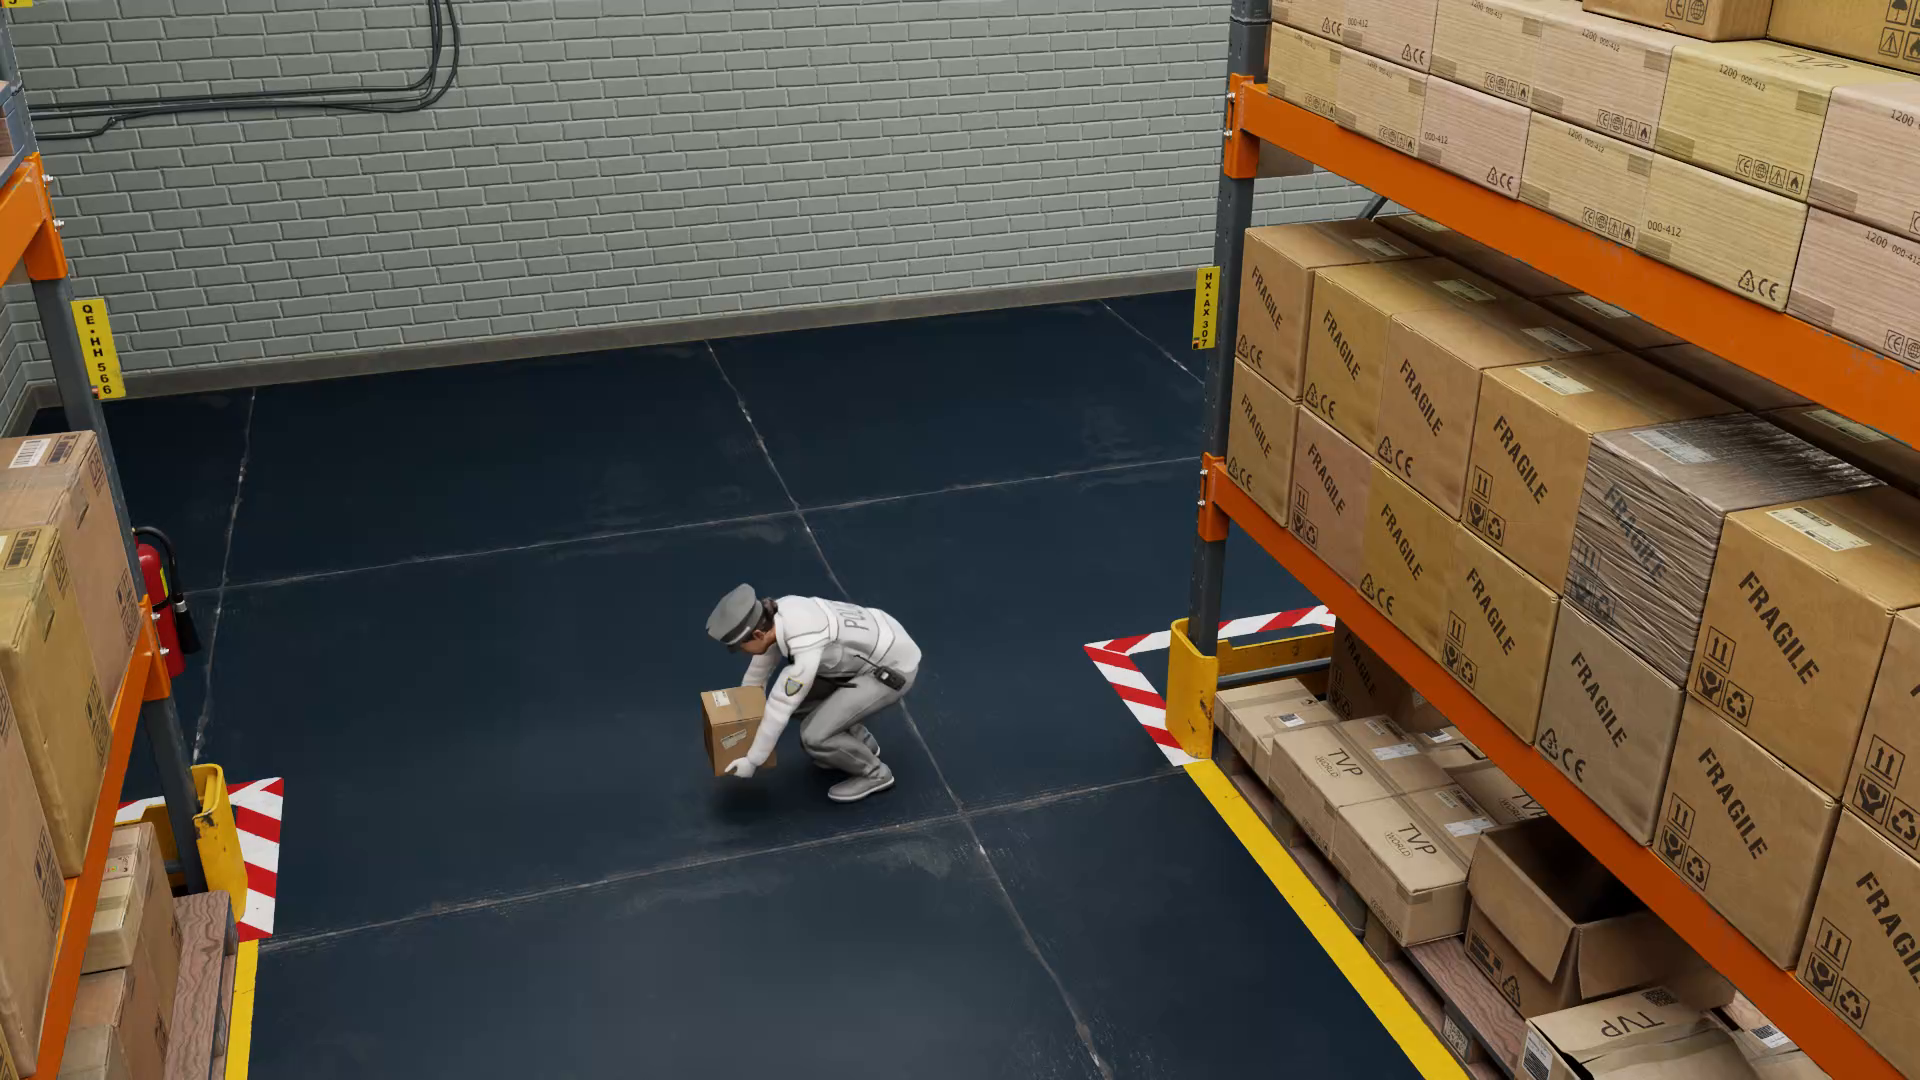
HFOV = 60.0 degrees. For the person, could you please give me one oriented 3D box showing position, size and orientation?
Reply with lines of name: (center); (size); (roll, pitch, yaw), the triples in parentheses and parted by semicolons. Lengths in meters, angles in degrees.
person: (-0.585, 0.579, 6.727); (0.867, 0.984, 0.458); (-9, 28, -17)
